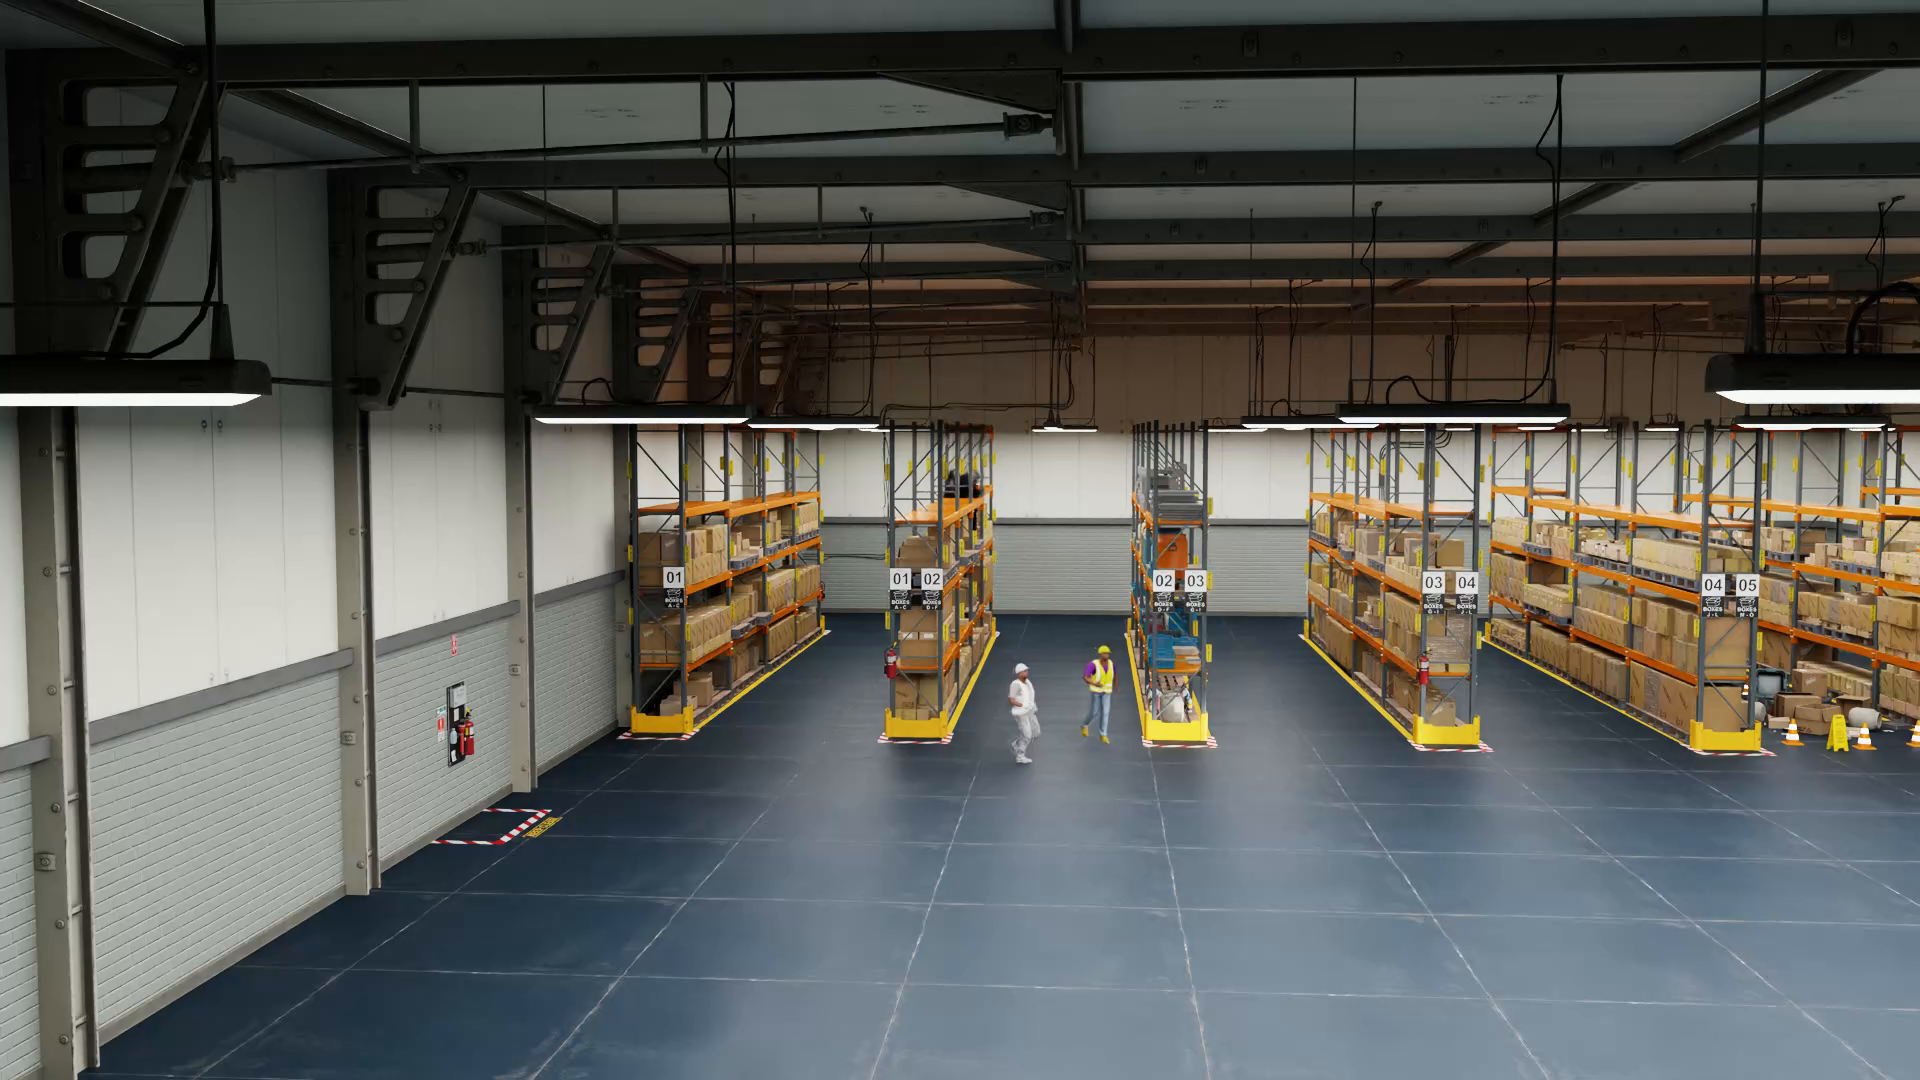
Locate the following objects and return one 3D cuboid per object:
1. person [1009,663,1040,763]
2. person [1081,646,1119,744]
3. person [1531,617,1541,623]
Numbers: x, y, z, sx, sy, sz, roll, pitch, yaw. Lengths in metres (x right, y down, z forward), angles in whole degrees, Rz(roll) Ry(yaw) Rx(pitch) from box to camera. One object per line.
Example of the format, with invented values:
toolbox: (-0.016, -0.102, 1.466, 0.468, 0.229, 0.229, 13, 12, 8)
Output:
person: (1.127, 3.018, 28.957, 0.610, 1.735, 0.676, 2, 4, 32)
person: (2.656, 2.872, 31.209, 0.755, 1.784, 0.848, -1, 4, -20)
person: (16.525, 1.787, 48.088, 0.863, 1.842, 0.673, -1, 4, -19)
